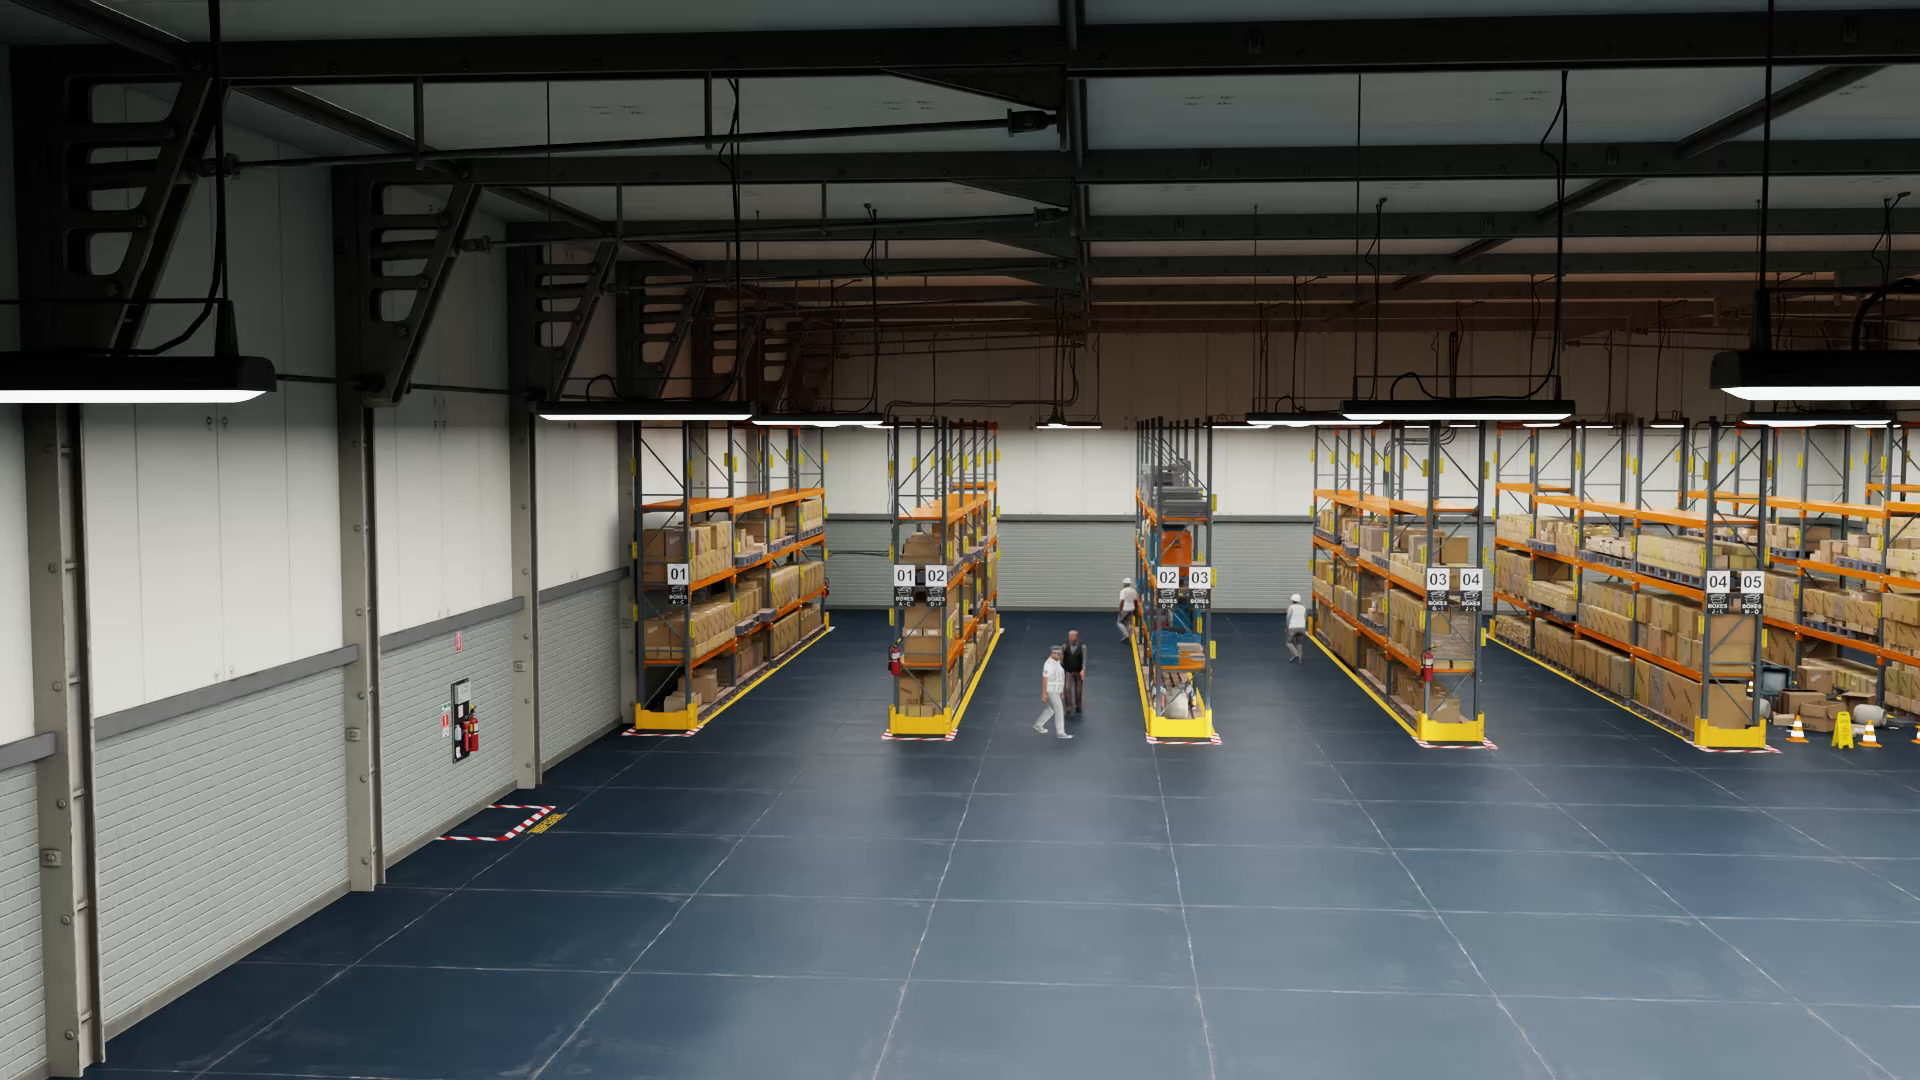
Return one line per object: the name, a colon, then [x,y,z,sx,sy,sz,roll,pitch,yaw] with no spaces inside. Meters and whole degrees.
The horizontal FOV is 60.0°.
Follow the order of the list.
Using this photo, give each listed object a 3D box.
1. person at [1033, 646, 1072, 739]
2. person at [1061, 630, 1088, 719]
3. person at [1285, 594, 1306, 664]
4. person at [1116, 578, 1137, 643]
person: [1.751,2.829,31.191,0.870,1.704,0.548,2,4,22]
person: [2.293,2.683,33.464,0.560,1.708,0.837,1,4,9]
person: [8.331,2.190,41.247,0.593,1.684,0.704,-1,4,-9]
person: [4.536,1.907,44.954,0.616,1.766,0.465,-3,5,-37]
